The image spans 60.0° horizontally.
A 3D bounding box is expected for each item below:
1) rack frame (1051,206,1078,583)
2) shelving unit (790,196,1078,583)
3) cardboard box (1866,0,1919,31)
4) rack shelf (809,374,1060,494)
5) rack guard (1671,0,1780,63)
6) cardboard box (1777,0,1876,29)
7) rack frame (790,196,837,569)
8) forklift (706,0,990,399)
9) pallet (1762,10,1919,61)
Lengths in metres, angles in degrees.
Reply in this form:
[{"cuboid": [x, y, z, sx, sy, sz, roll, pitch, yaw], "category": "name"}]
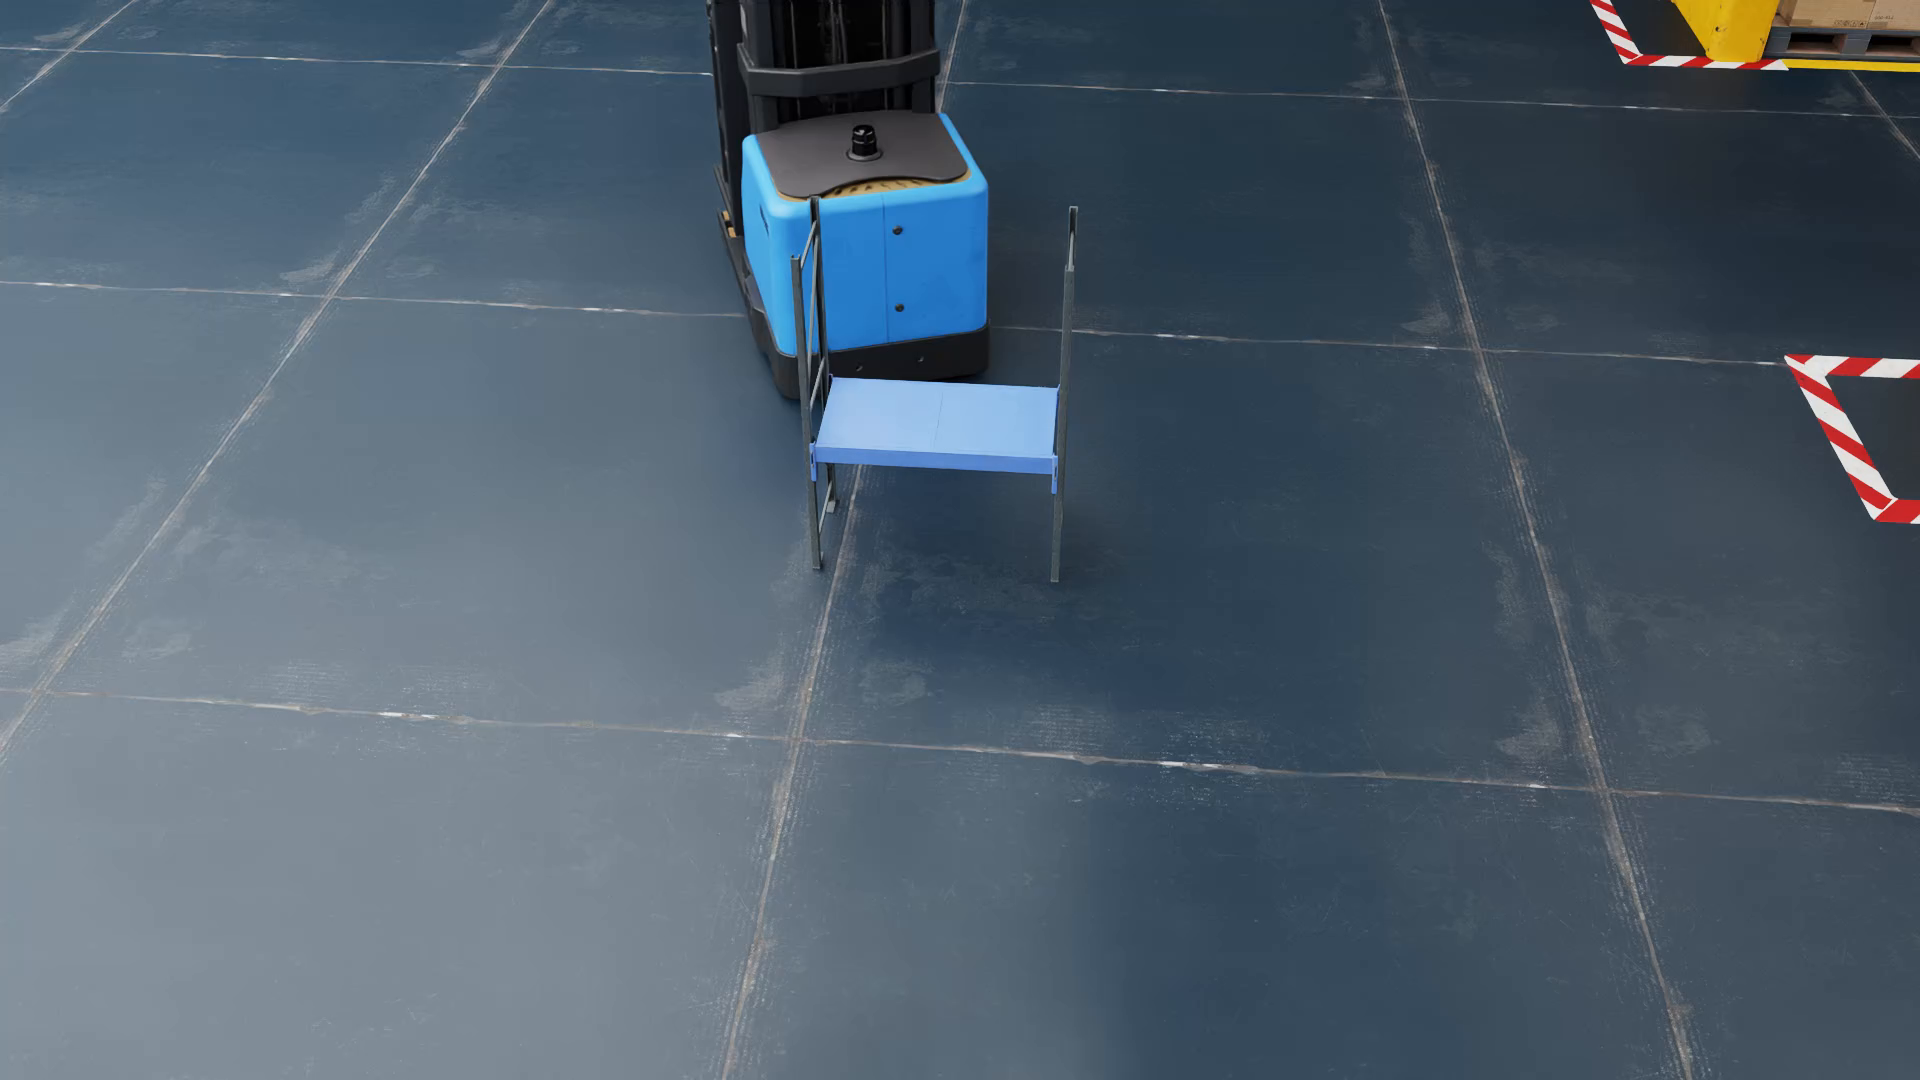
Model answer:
[{"cuboid": [0.421, -0.559, 6.748, 0.032, 1.500, 0.500, 3, 39, 4], "category": "rack frame"}, {"cuboid": [-0.085, -0.586, 6.782, 1.048, 1.500, 0.538, 3, 39, 4], "category": "shelving unit"}, {"cuboid": [6.322, -3.651, 11.205, 0.500, 0.250, 0.500, 3, 39, 4], "category": "cardboard box"}, {"cuboid": [-0.085, -0.447, 6.896, 1.000, 0.185, 0.538, 3, 39, 4], "category": "rack shelf"}, {"cuboid": [5.285, -3.781, 11.499, 0.348, 0.500, 1.175, 3, 39, 4], "category": "rack guard"}, {"cuboid": [5.824, -3.676, 11.236, 0.500, 0.250, 0.500, 3, 39, 4], "category": "cardboard box"}, {"cuboid": [-0.591, -0.614, 6.816, 0.032, 1.500, 0.500, 3, 39, 4], "category": "rack frame"}, {"cuboid": [-0.728, -2.749, 8.305, 1.130, 2.935, 3.031, -10, 40, -12], "category": "forklift"}, {"cuboid": [6.074, -3.652, 11.569, 1.213, 0.211, 1.003, 3, 39, 4], "category": "pallet"}]
